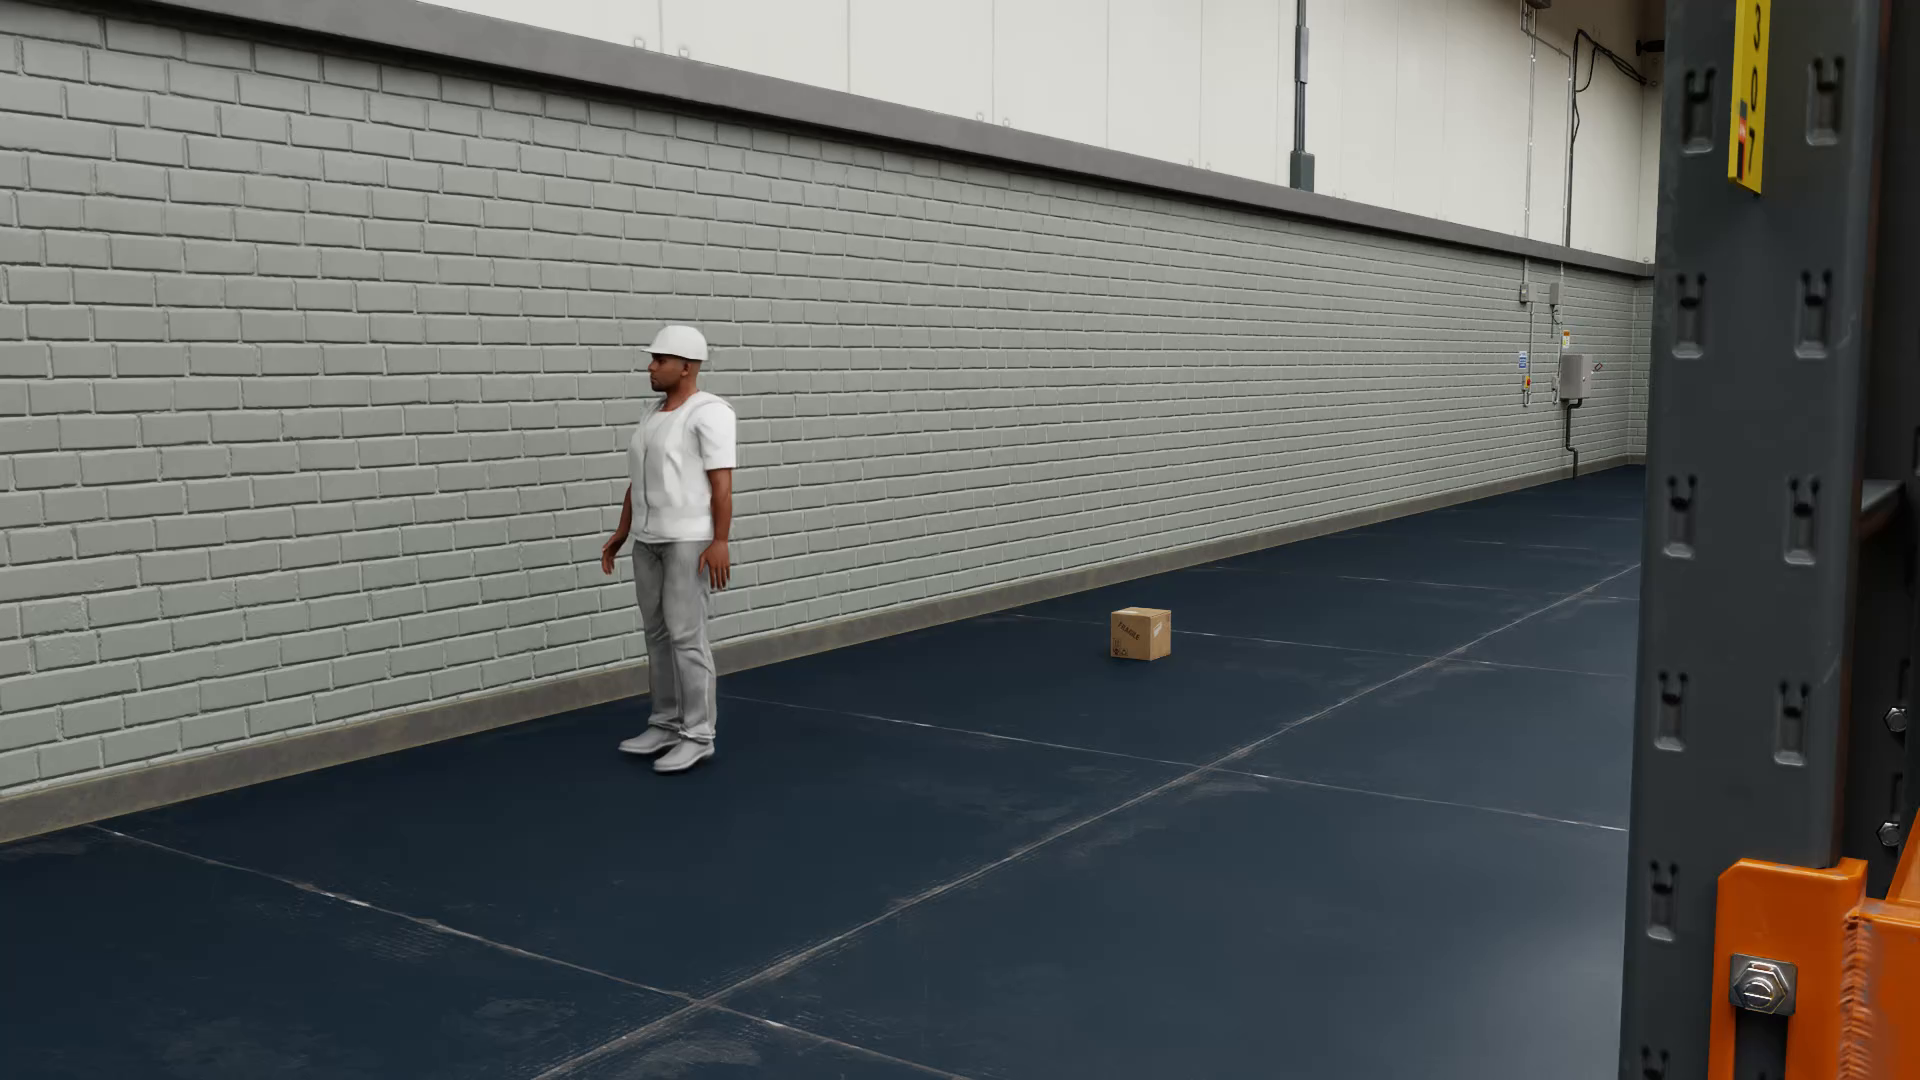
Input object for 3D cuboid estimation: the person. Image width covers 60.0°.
[{"bbox_3d":[-1.201,0.015,6.845,0.603,1.786,0.446,6,9,43],"label":"person"}]
